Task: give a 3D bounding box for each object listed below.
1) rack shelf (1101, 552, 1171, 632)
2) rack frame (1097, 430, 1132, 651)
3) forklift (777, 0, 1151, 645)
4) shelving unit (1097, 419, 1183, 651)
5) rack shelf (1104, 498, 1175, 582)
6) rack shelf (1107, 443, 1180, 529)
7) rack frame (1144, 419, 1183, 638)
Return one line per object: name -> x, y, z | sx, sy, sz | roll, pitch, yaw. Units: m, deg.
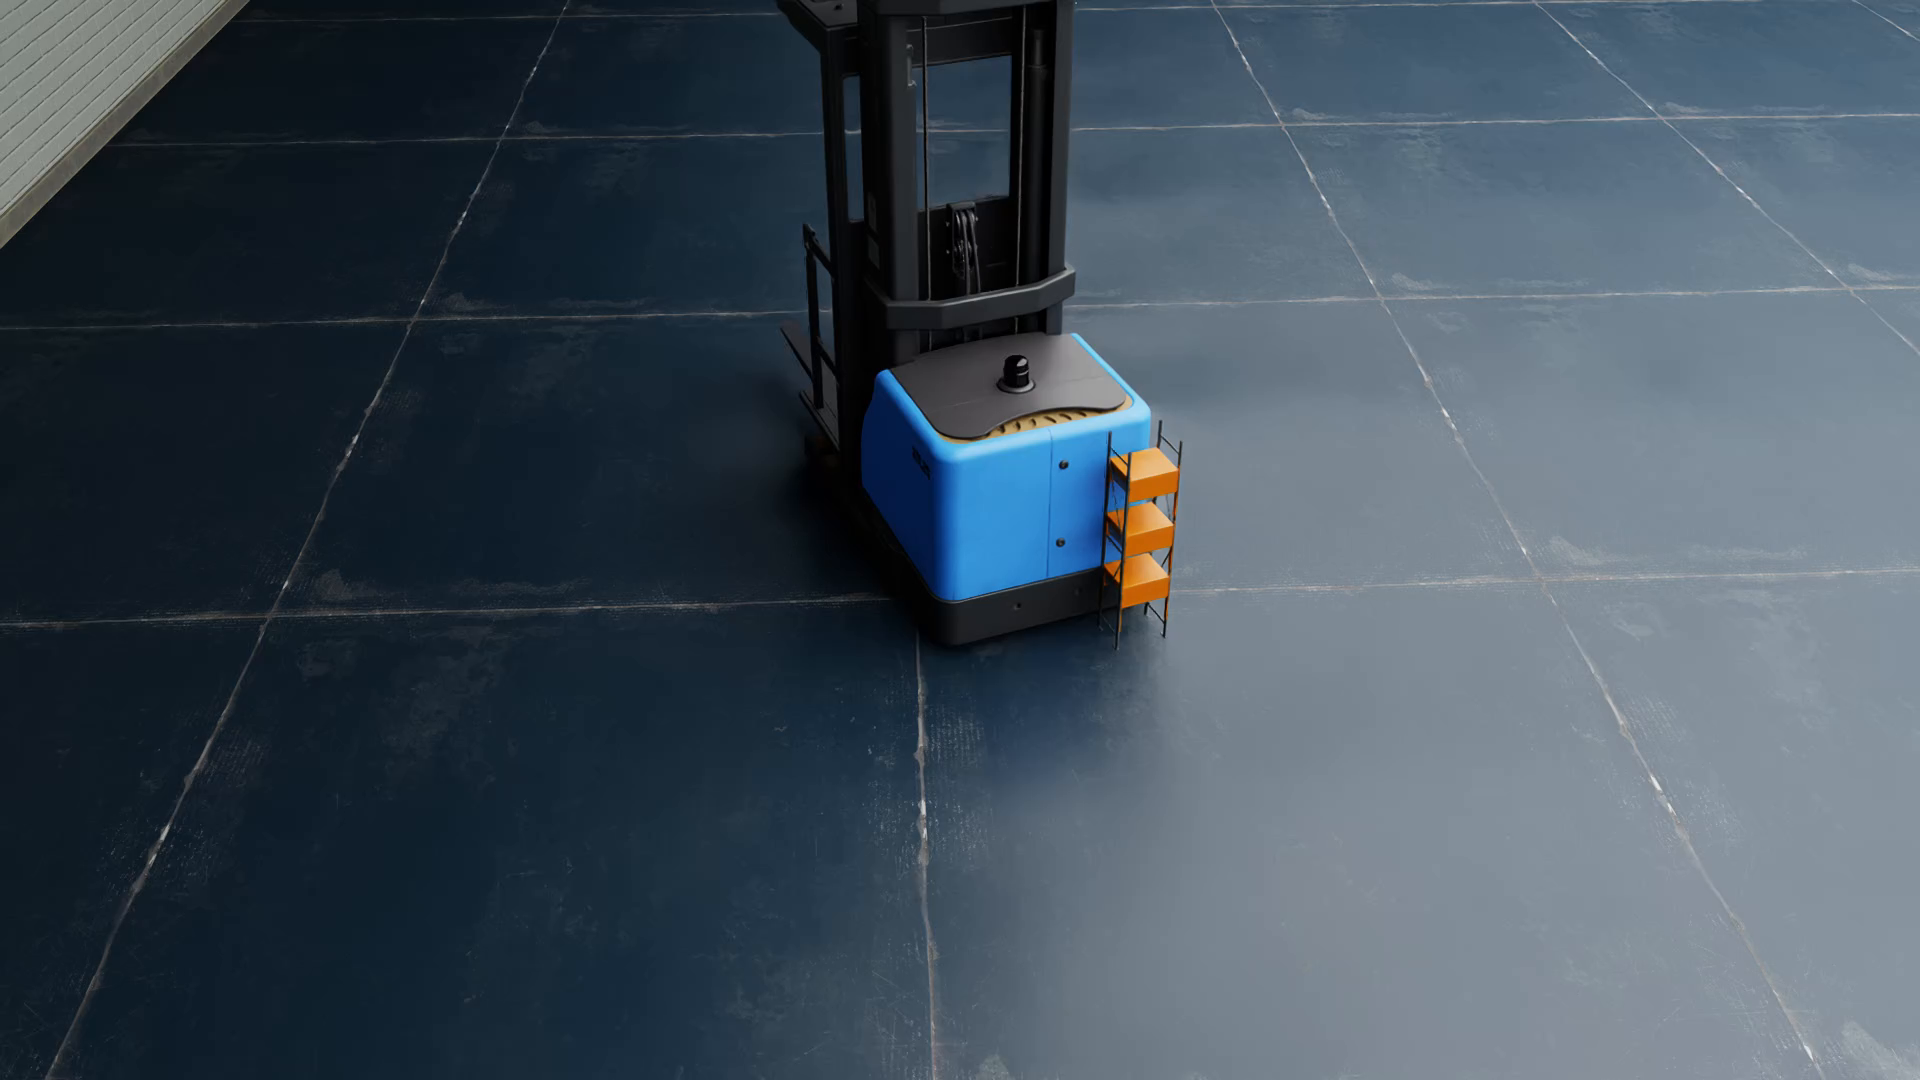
rack shelf -> 0.787, 0.228, 7.505 | 0.240, 0.259, 0.215 | -13, 37, -19
rack frame -> 0.674, 0.017, 7.302 | 0.008, 1.050, 0.200 | -13, 37, -19
forklift -> -0.172, -1.566, 7.937 | 1.130, 2.935, 3.031 | -13, 37, -18
shelving unit -> 0.787, -0.009, 7.341 | 0.252, 1.050, 0.215 | -13, 37, -19
rack shelf -> 0.787, -0.001, 7.347 | 0.240, 0.259, 0.215 | -13, 37, -19
rack shelf -> 0.787, -0.234, 7.186 | 0.240, 0.259, 0.215 | -13, 37, -19
rack frame -> 0.899, -0.036, 7.380 | 0.008, 1.050, 0.200 | -13, 37, -19
